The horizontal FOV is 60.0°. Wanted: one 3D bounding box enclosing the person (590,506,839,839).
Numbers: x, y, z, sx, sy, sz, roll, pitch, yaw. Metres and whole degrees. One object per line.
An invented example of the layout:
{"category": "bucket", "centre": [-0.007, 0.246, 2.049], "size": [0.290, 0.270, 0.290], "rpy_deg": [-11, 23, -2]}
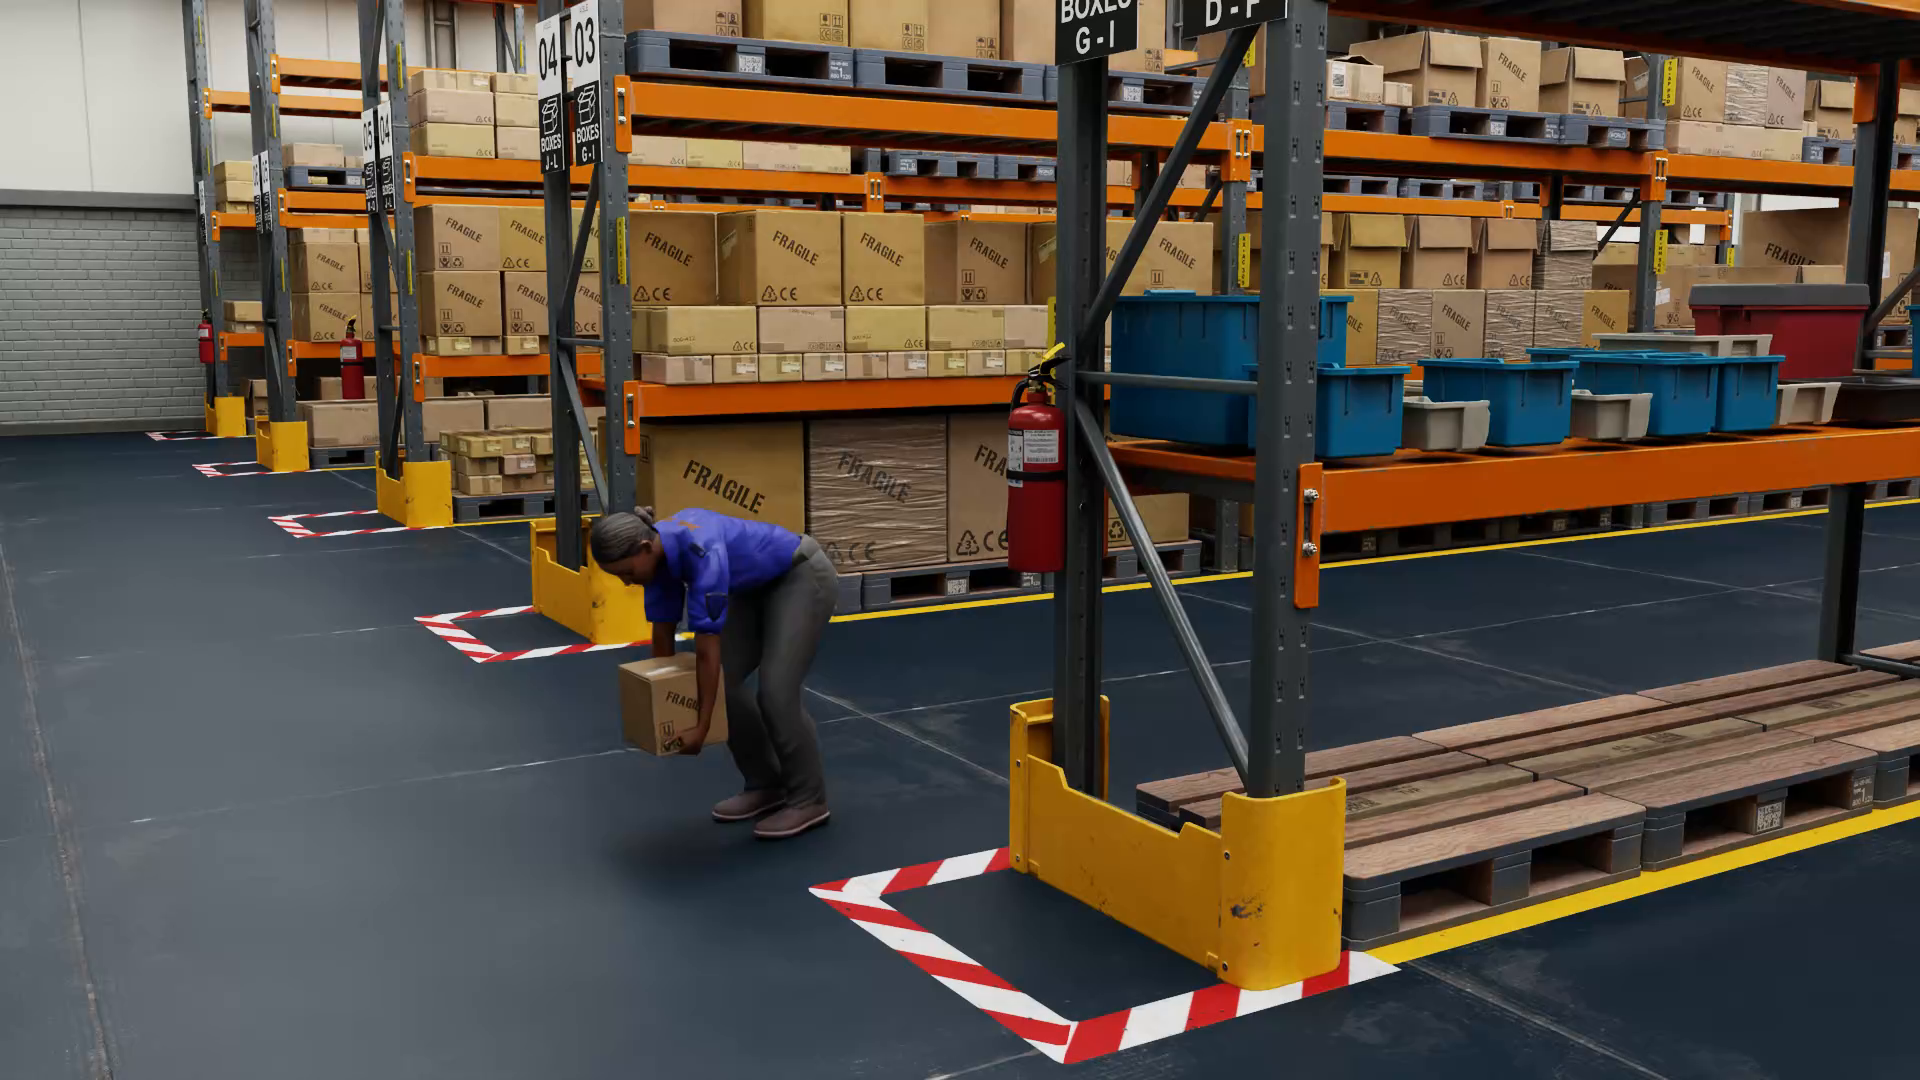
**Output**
{"category": "person", "centre": [-0.788, 0.420, 5.376], "size": [0.867, 1.111, 0.422], "rpy_deg": [-8, 11, -42]}
